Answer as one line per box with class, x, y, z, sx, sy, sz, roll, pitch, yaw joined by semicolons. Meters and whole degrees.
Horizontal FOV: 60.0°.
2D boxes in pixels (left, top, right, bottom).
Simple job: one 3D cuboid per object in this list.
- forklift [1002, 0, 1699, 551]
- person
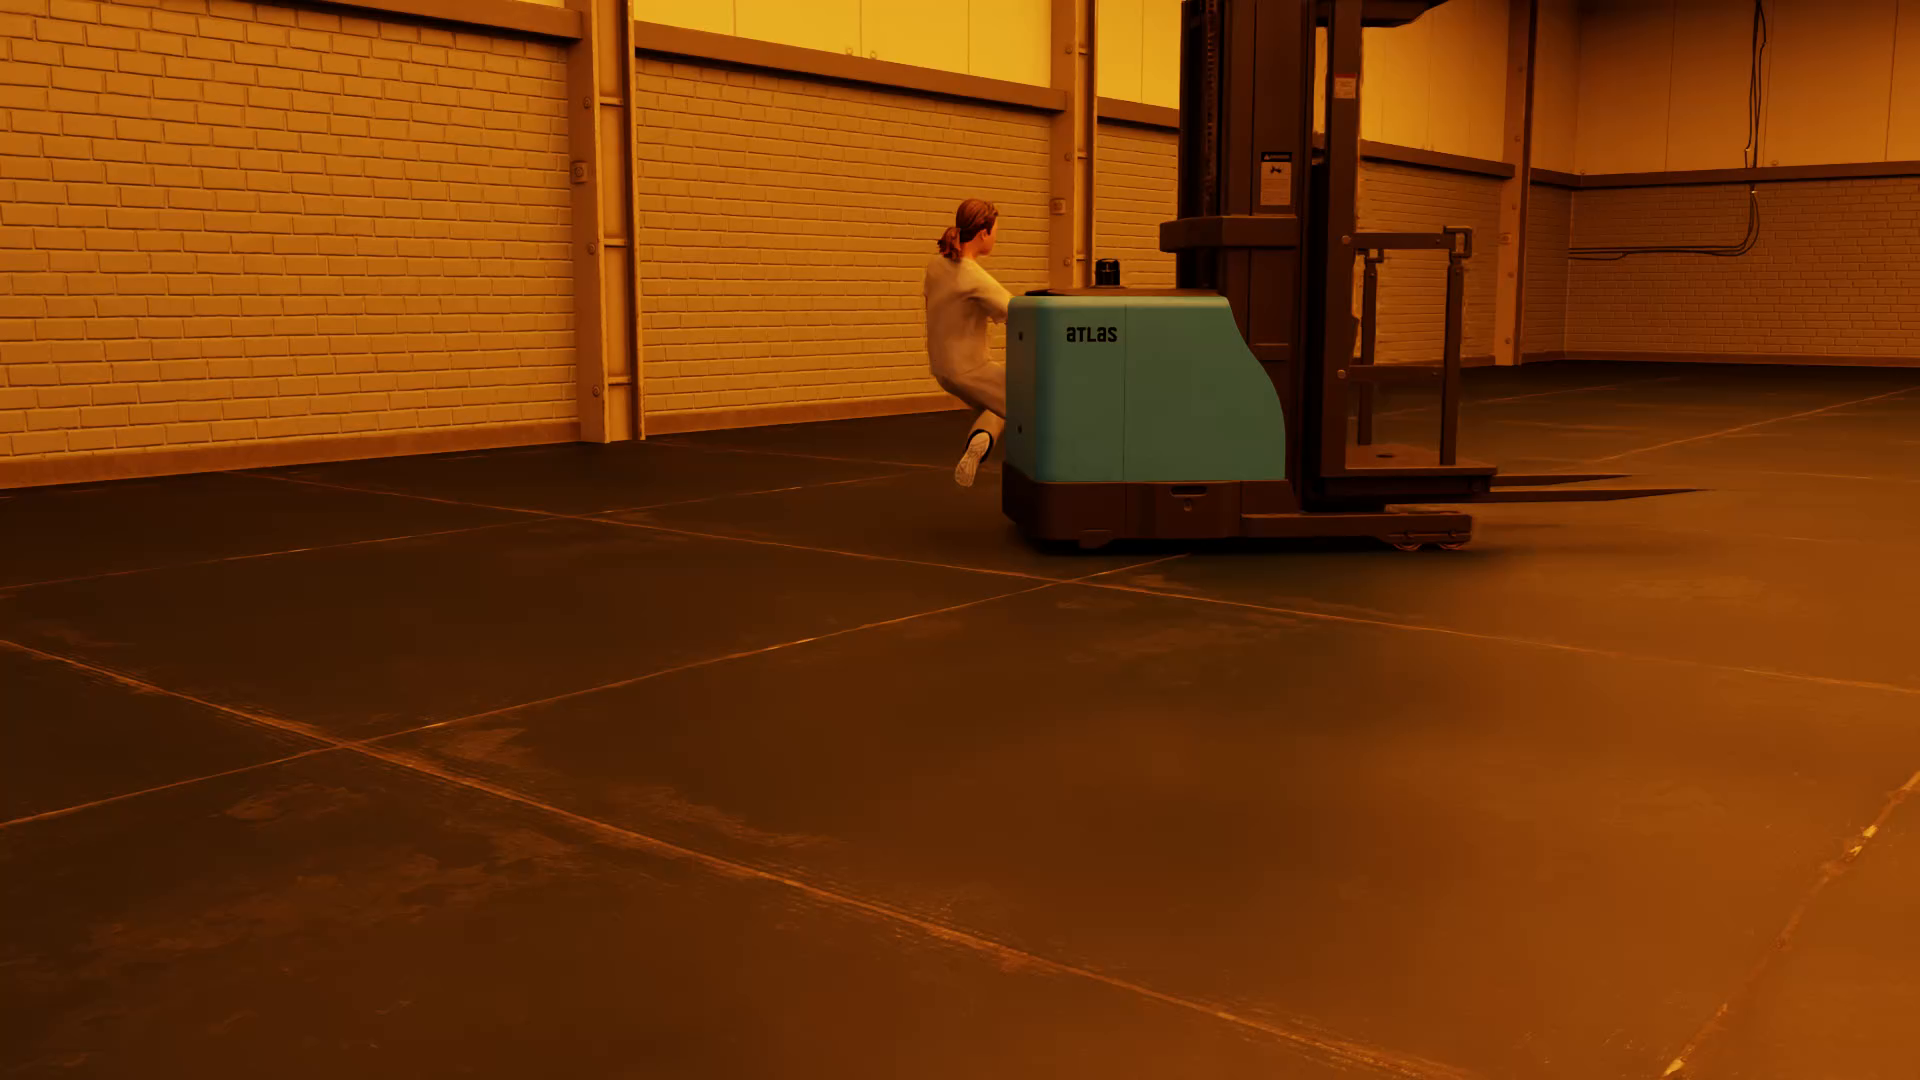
forklift;1.754;-1.477;7.376;3.031;2.935;1.130;-1;8;-7
person;0.194;-0.841;7.893;0.697;1.518;0.719;-5;10;-31
